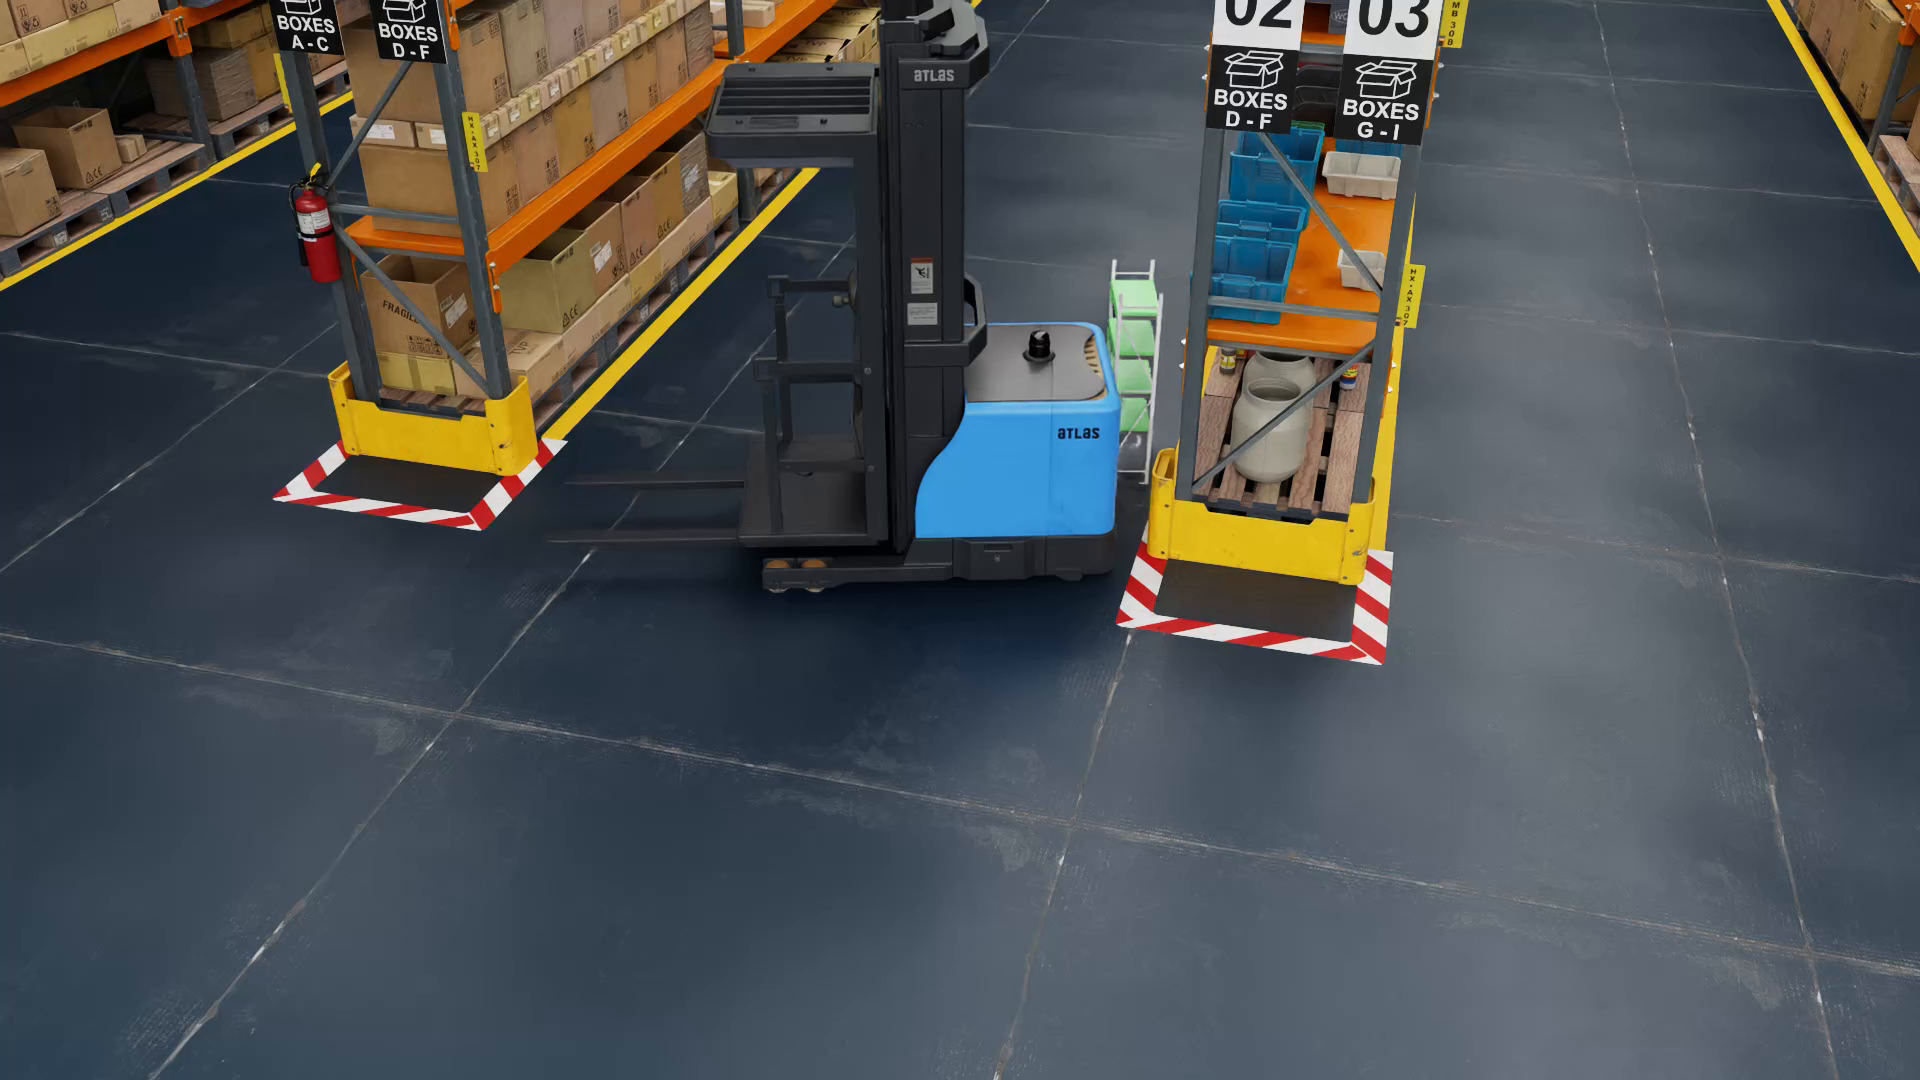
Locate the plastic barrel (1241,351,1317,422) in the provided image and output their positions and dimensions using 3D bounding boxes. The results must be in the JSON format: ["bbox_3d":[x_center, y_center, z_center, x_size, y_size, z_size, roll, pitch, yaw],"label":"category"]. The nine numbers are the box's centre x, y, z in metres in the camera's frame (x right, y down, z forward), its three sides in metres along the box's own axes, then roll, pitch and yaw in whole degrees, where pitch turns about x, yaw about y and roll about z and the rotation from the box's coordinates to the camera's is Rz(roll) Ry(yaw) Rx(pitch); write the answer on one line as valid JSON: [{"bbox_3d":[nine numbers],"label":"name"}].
[{"bbox_3d":[1.869,-0.880,9.766,0.421,0.512,0.421,0,32,0],"label":"plastic barrel"}]

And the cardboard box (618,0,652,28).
[{"bbox_3d":[-2.488,-3.729,11.017,0.700,0.500,0.500,8,33,12],"label":"cardboard box"}]

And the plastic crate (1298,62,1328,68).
[{"bbox_3d":[2.490,-3.536,11.957,0.402,0.464,0.583,8,33,12],"label":"plastic crate"}]

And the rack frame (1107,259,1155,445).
[{"bbox_3d":[0.989,-1.096,9.852,0.240,1.200,0.015,1,31,0],"label":"rack frame"}]

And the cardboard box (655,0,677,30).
[{"bbox_3d":[-2.183,-3.638,11.478,0.380,0.149,0.250,8,33,12],"label":"cardboard box"}]

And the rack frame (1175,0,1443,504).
[{"bbox_3d":[1.648,-1.141,8.248,1.000,3.000,0.127,8,33,12],"label":"rack frame"}]

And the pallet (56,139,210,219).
[{"bbox_3d":[-7.055,-3.035,13.827,1.003,0.211,1.213,8,33,12],"label":"pallet"}]

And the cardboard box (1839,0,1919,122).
[{"bbox_3d":[8.665,-4.253,14.734,1.225,0.875,0.875,7,33,10],"label":"cardboard box"}]

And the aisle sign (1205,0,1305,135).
[{"bbox_3d":[1.343,-2.241,7.556,0.394,0.787,0.004,8,33,12],"label":"aisle sign"}]

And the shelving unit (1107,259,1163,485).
[{"bbox_3d":[0.989,-0.968,9.644,0.258,1.200,0.503,1,31,0],"label":"shelving unit"}]

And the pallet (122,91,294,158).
[{"bbox_3d":[-6.723,-3.793,15.019,1.003,0.211,1.213,8,33,12],"label":"pallet"}]

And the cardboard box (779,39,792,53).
[{"bbox_3d":[-1.785,-4.452,15.106,0.500,0.311,0.500,7,33,11],"label":"cardboard box"}]

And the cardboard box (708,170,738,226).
[{"bbox_3d":[-2.033,-2.639,12.777,0.500,0.250,0.500,8,33,12],"label":"cardboard box"}]

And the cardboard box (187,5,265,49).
[{"bbox_3d":[-6.640,-4.626,14.951,0.500,0.250,0.500,7,33,11],"label":"cardboard box"}]

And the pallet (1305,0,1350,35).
[{"bbox_3d":[1.953,-2.743,8.148,1.003,0.211,1.213,8,33,12],"label":"pallet"}]

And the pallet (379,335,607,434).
[{"bbox_3d":[-2.988,-1.043,10.693,1.003,0.211,1.213,8,33,12],"label":"pallet"}]

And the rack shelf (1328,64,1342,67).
[{"bbox_3d":[3.171,-3.951,13.339,1.077,0.370,4.000,8,33,12],"label":"rack shelf"}]

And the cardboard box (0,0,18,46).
[{"bbox_3d":[-7.131,-3.750,11.775,0.500,0.500,0.500,9,34,14],"label":"cardboard box"}]

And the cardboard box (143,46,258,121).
[{"bbox_3d":[-6.748,-4.080,14.792,0.700,0.500,0.500,9,34,14],"label":"cardboard box"}]

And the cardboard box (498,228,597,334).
[{"bbox_3d":[-2.666,-1.658,10.534,0.500,0.500,0.500,8,33,12],"label":"cardboard box"}]

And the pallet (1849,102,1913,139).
[{"bbox_3d":[8.742,-3.840,15.093,1.003,0.211,1.213,8,33,12],"label":"pallet"}]

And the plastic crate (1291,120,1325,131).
[{"bbox_3d":[2.046,-2.461,10.522,0.450,0.188,0.662,8,33,12],"label":"plastic crate"}]

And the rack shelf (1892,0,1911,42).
[{"bbox_3d":[8.977,-5.352,15.543,1.077,0.370,4.000,8,33,12],"label":"rack shelf"}]

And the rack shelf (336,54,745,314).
[{"bbox_3d":[-2.634,-2.551,11.138,1.077,0.370,4.000,8,33,12],"label":"rack shelf"}]

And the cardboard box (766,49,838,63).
[{"bbox_3d":[-1.392,-4.125,14.591,0.500,0.311,0.500,9,34,14],"label":"cardboard box"}]

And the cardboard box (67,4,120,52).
[{"bbox_3d":[-6.881,-3.966,12.813,0.500,0.250,0.500,8,33,13],"label":"cardboard box"}]

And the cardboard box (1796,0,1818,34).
[{"bbox_3d":[9.341,-5.639,16.913,1.225,0.875,0.875,8,33,13],"label":"cardboard box"}]

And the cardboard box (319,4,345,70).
[{"bbox_3d":[-6.378,-4.878,16.047,0.700,0.500,0.500,8,33,12],"label":"cardboard box"}]

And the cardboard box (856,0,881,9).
[{"bbox_3d":[-0.720,-5.296,16.705,0.500,0.500,0.500,9,34,14],"label":"cardboard box"}]

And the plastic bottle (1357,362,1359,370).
[{"bbox_3d":[2.485,-1.193,10.453,0.061,0.283,0.133,9,33,13],"label":"plastic bottle"}]

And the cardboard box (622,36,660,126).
[{"bbox_3d":[-2.492,-3.169,11.346,0.700,0.500,0.500,9,33,13],"label":"cardboard box"}]

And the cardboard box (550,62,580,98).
[{"bbox_3d":[-2.573,-2.843,10.228,0.380,0.149,0.250,7,33,11],"label":"cardboard box"}]

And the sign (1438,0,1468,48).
[{"bbox_3d":[2.179,-2.333,7.320,0.100,0.325,0.005,8,33,12],"label":"sign"}]

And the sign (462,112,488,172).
[{"bbox_3d":[-2.606,-2.137,8.935,0.100,0.325,0.005,8,33,12],"label":"sign"}]

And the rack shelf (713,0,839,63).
[{"bbox_3d":[-1.619,-4.627,14.403,1.077,0.370,4.000,8,33,12],"label":"rack shelf"}]

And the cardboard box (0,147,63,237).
[{"bbox_3d":[-7.292,-2.637,12.521,0.700,0.500,0.500,6,33,9],"label":"cardboard box"}]

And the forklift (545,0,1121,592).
[{"bbox_3d":[-0.701,-1.250,8.484,3.031,2.935,1.130,-1,32,-2],"label":"forklift"}]

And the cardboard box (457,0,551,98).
[{"bbox_3d":[-2.869,-2.948,9.789,0.700,0.500,0.500,7,33,11],"label":"cardboard box"}]

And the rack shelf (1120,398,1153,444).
[{"bbox_3d":[0.985,-0.709,9.802,0.258,0.148,0.480,1,31,0],"label":"rack shelf"}]

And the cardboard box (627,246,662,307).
[{"bbox_3d":[-2.408,-1.860,11.551,0.500,0.250,0.500,8,33,12],"label":"cardboard box"}]

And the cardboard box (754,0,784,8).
[{"bbox_3d":[-1.782,-4.604,13.604,0.500,0.500,0.500,10,34,16],"label":"cardboard box"}]

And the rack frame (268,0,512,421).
[{"bbox_3d":[-3.142,-1.817,9.312,1.000,3.000,0.127,8,33,12],"label":"rack frame"}]

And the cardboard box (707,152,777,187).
[{"bbox_3d":[-1.785,-3.085,13.478,0.500,0.250,0.500,7,33,11],"label":"cardboard box"}]

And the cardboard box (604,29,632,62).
[{"bbox_3d":[-2.377,-3.241,10.855,0.380,0.149,0.250,9,34,14],"label":"cardboard box"}]

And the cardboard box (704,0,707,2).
[{"bbox_3d":[-1.989,-4.038,12.108,0.380,0.149,0.250,8,33,12],"label":"cardboard box"}]

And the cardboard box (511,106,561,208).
[{"bbox_3d":[-2.882,-2.373,10.093,0.700,0.500,0.500,9,34,14],"label":"cardboard box"}]

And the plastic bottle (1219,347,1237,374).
[{"bbox_3d":[1.690,-1.158,10.474,0.097,0.201,0.097,0,32,0],"label":"plastic bottle"}]

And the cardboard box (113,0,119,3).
[{"bbox_3d":[-6.740,-4.539,13.017,0.500,0.500,0.500,8,33,12],"label":"cardboard box"}]

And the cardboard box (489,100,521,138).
[{"bbox_3d":[-2.770,-2.444,9.601,0.380,0.149,0.250,7,33,11],"label":"cardboard box"}]

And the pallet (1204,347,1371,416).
[{"bbox_3d":[2.145,-1.062,10.723,1.003,0.211,1.213,8,33,12],"label":"pallet"}]

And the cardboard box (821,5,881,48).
[{"bbox_3d":[-1.006,-4.916,15.837,0.500,0.311,0.500,9,34,14],"label":"cardboard box"}]

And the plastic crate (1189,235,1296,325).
[{"bbox_3d":[1.486,-1.378,8.761,0.499,0.251,0.616,8,33,12],"label":"plastic crate"}]

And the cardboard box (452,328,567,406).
[{"bbox_3d":[-2.791,-1.082,10.327,0.500,0.250,0.500,8,33,12],"label":"cardboard box"}]

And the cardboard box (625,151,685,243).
[{"bbox_3d":[-2.294,-2.438,11.761,0.500,0.500,0.500,8,33,12],"label":"cardboard box"}]

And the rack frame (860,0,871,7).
[{"bbox_3d":[-1.112,-5.968,15.842,1.000,3.000,0.127,8,33,12],"label":"rack frame"}]
